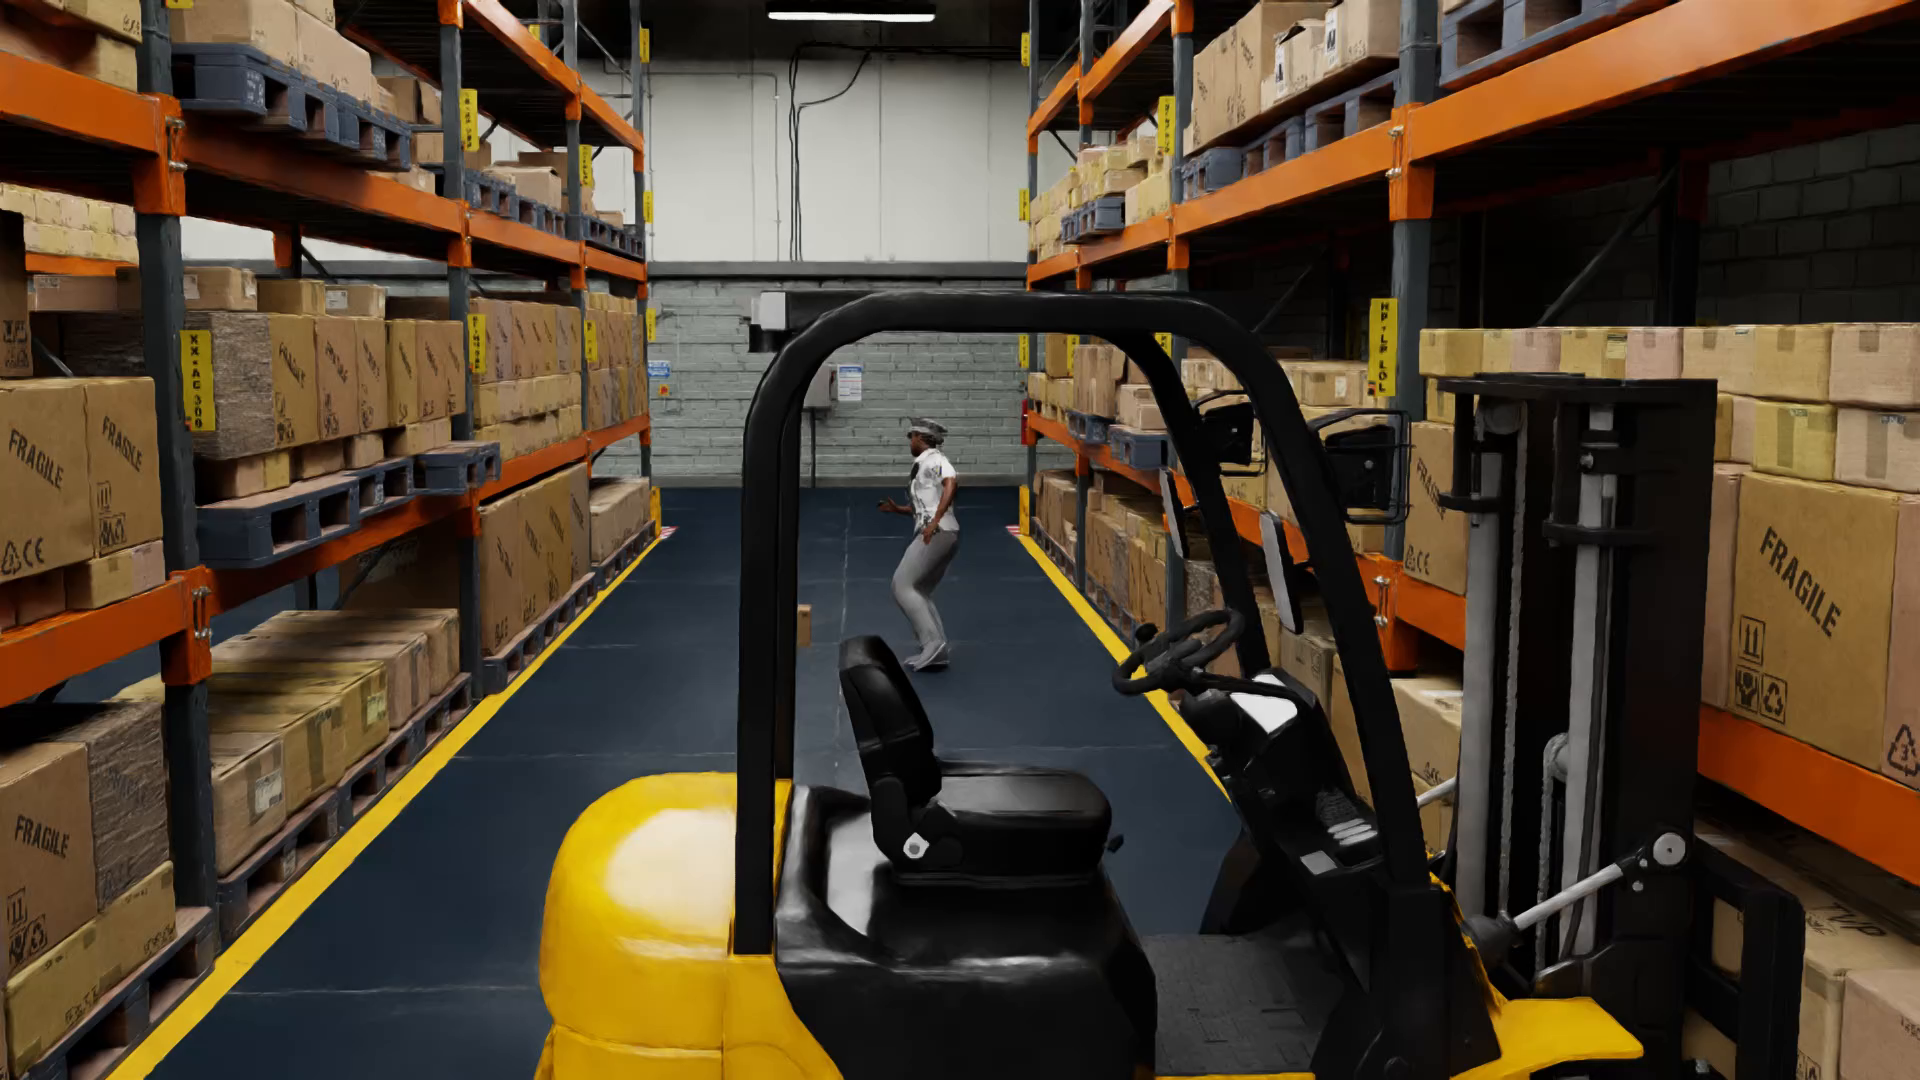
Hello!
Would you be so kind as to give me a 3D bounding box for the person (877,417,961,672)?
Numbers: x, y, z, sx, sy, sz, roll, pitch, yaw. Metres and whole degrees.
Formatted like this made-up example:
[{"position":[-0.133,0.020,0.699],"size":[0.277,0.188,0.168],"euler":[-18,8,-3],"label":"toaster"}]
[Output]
[{"position":[-0.259,0.008,10.640],"size":[0.544,1.542,0.864],"euler":[0,7,-2],"label":"person"}]
